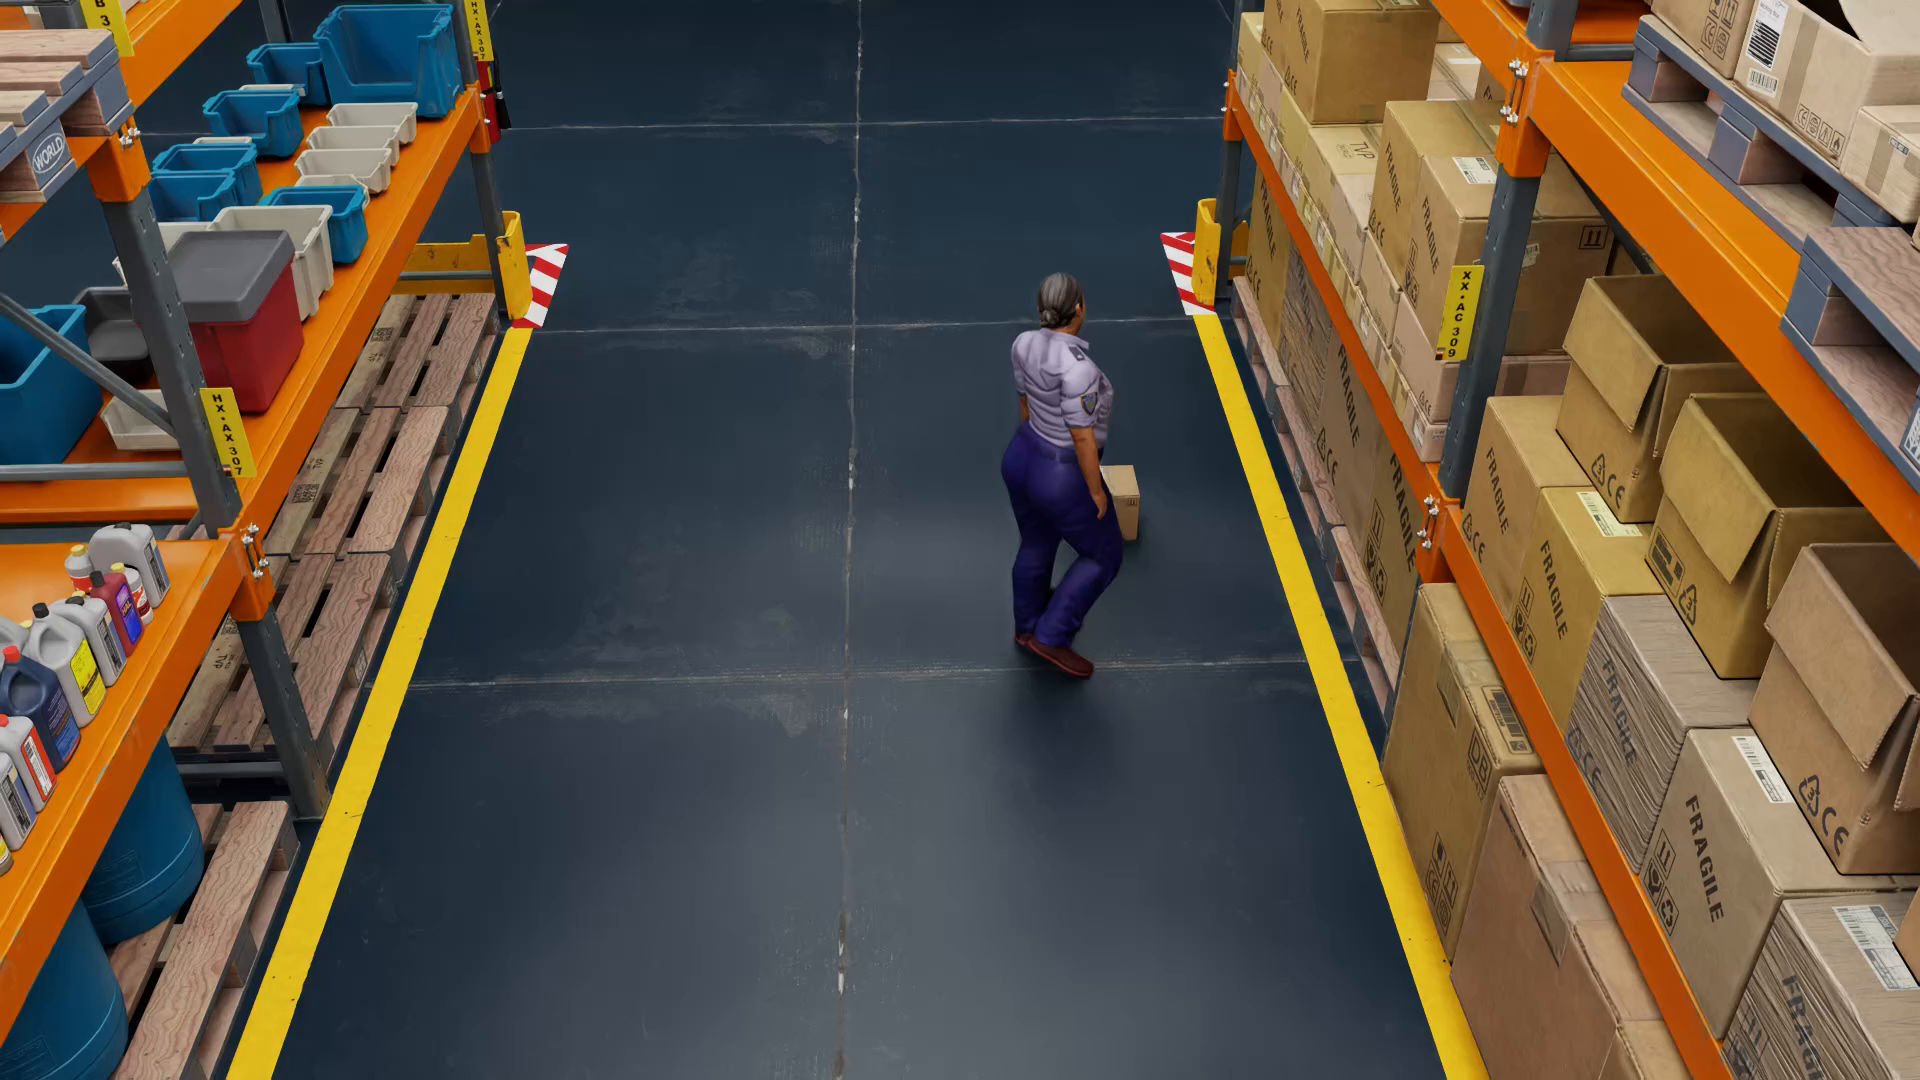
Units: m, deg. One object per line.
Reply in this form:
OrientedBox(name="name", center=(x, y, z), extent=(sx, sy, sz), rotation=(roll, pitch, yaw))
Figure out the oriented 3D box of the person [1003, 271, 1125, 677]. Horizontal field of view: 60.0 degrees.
OrientedBox(name="person", center=(0.400, -0.241, 6.490), extent=(0.369, 1.650, 0.571), rotation=(-20, 40, -26))
